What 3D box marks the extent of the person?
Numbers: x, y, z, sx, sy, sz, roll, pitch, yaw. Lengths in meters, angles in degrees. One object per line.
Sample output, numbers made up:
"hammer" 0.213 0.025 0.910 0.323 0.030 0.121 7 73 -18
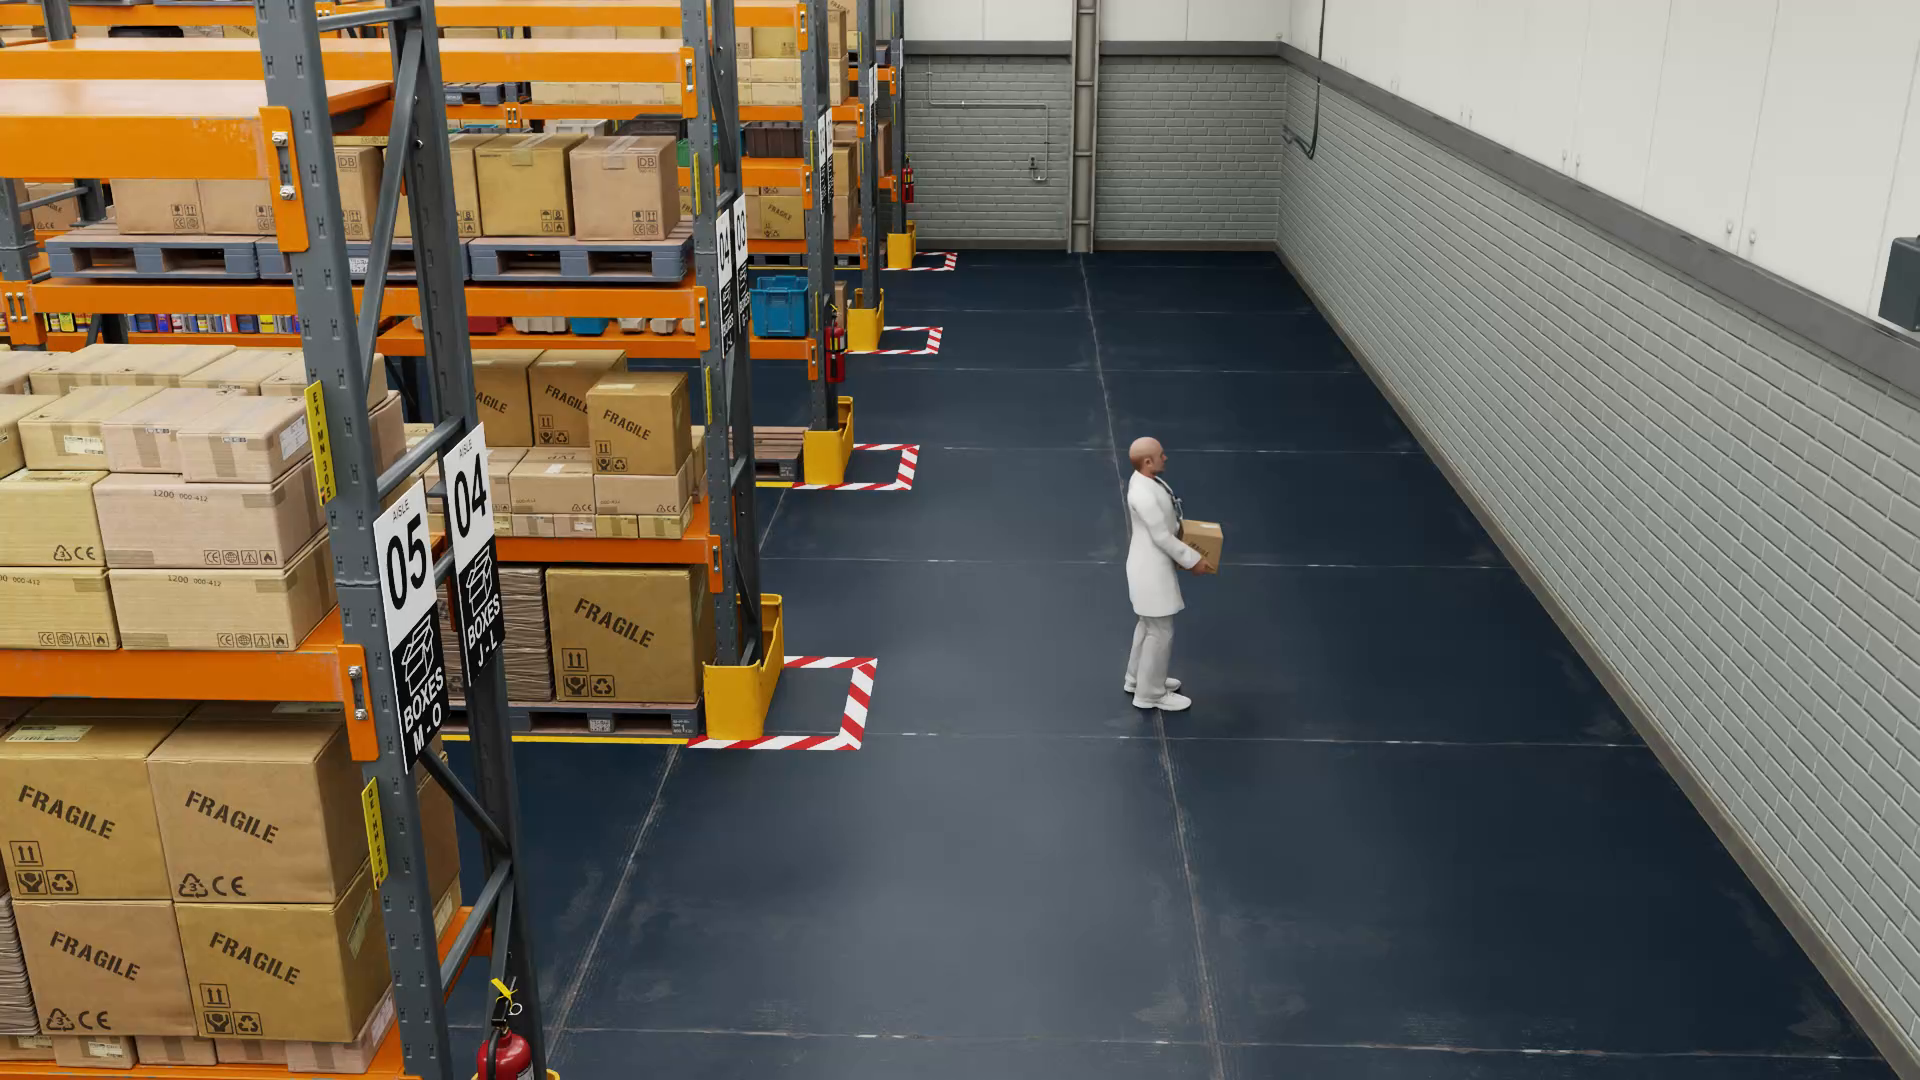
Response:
"person" 1.320 0.205 10.561 0.554 1.771 0.529 1 21 3
